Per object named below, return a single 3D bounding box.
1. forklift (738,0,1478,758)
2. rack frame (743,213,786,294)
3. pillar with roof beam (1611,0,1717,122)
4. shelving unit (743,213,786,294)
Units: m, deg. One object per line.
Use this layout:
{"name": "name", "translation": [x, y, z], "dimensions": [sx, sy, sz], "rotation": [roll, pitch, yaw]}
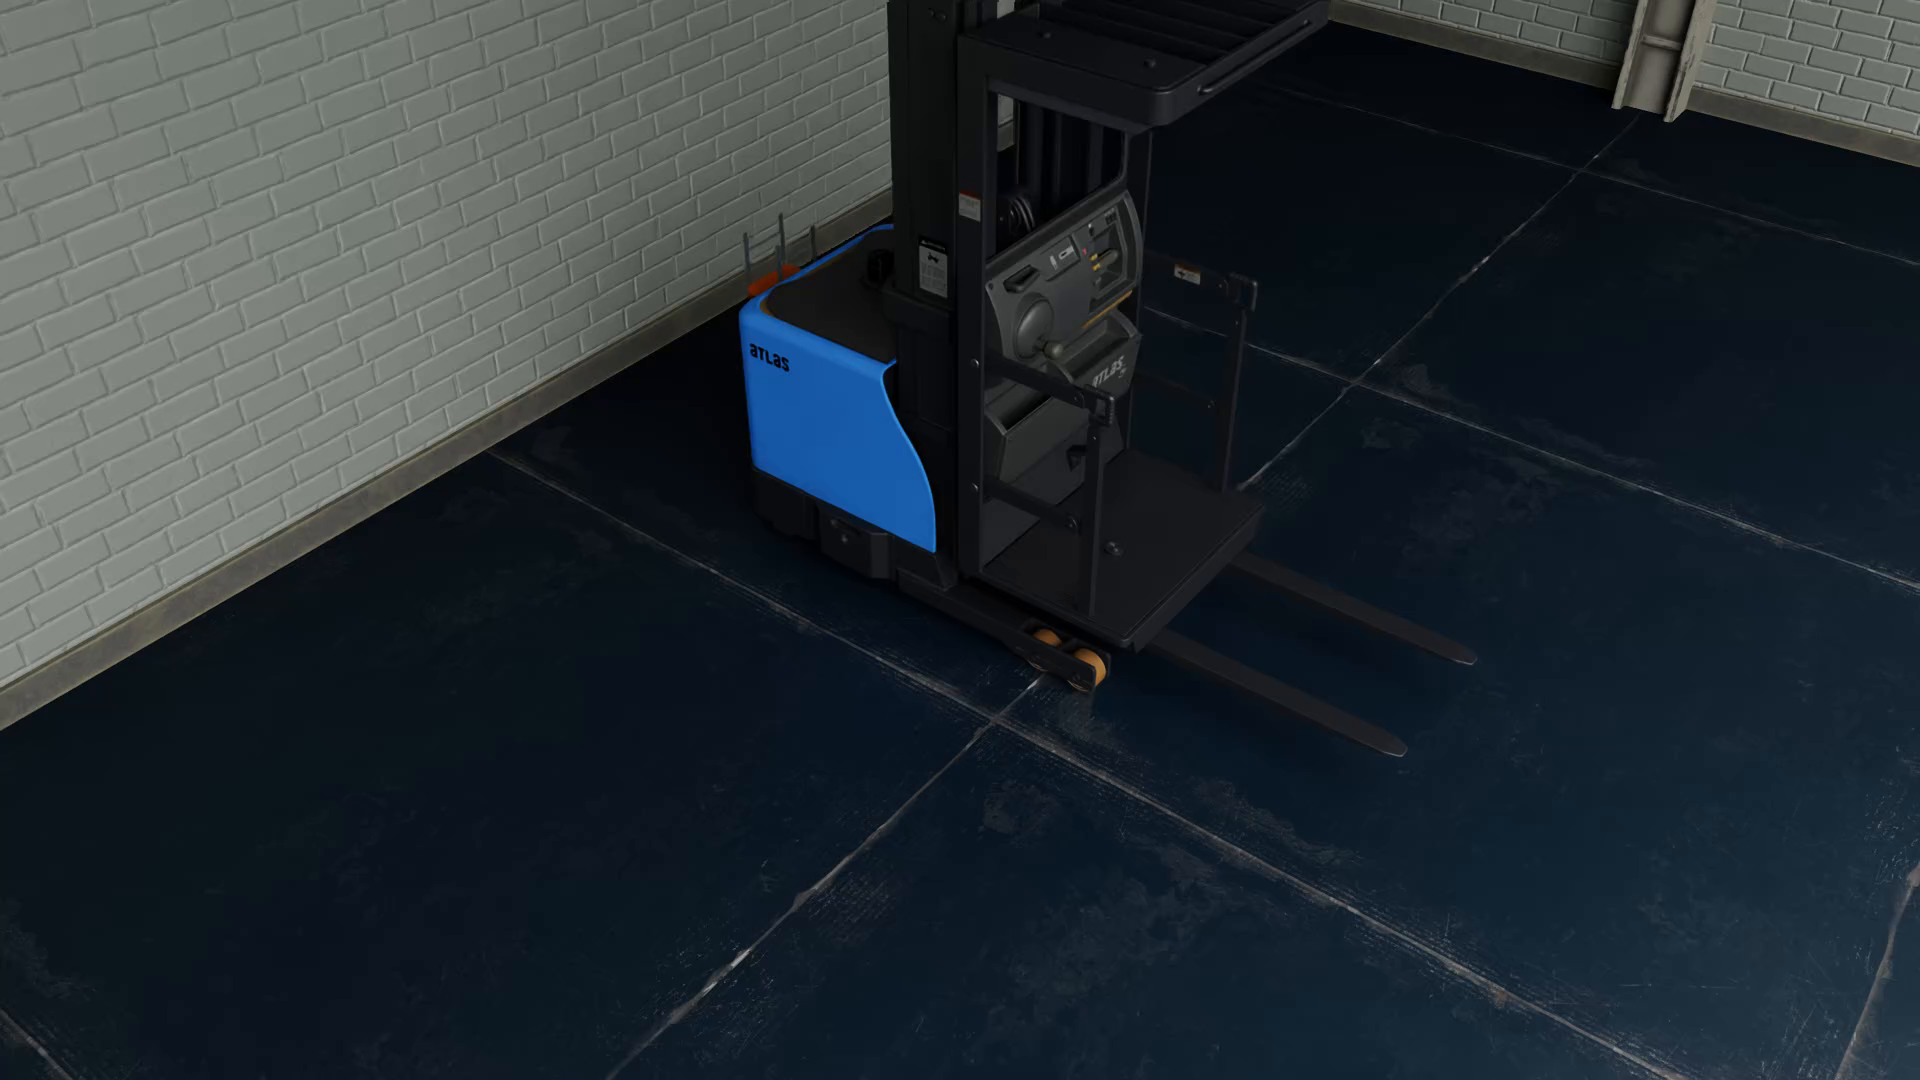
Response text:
{"name": "forklift", "translation": [0.565, -0.884, 6.110], "dimensions": [3.031, 2.797, 1.129], "rotation": [25, 45, 28]}
{"name": "rack frame", "translation": [-0.830, -0.862, 7.378], "dimensions": [0.006, 1.200, 0.240], "rotation": [25, 45, 28]}
{"name": "pillar with roof beam", "translation": [1.884, -4.262, 5.394], "dimensions": [0.400, 9.000, 9.100], "rotation": [25, 45, 29]}
{"name": "shelving unit", "translation": [-0.759, -0.829, 7.335], "dimensions": [0.184, 1.200, 0.258], "rotation": [25, 45, 28]}
